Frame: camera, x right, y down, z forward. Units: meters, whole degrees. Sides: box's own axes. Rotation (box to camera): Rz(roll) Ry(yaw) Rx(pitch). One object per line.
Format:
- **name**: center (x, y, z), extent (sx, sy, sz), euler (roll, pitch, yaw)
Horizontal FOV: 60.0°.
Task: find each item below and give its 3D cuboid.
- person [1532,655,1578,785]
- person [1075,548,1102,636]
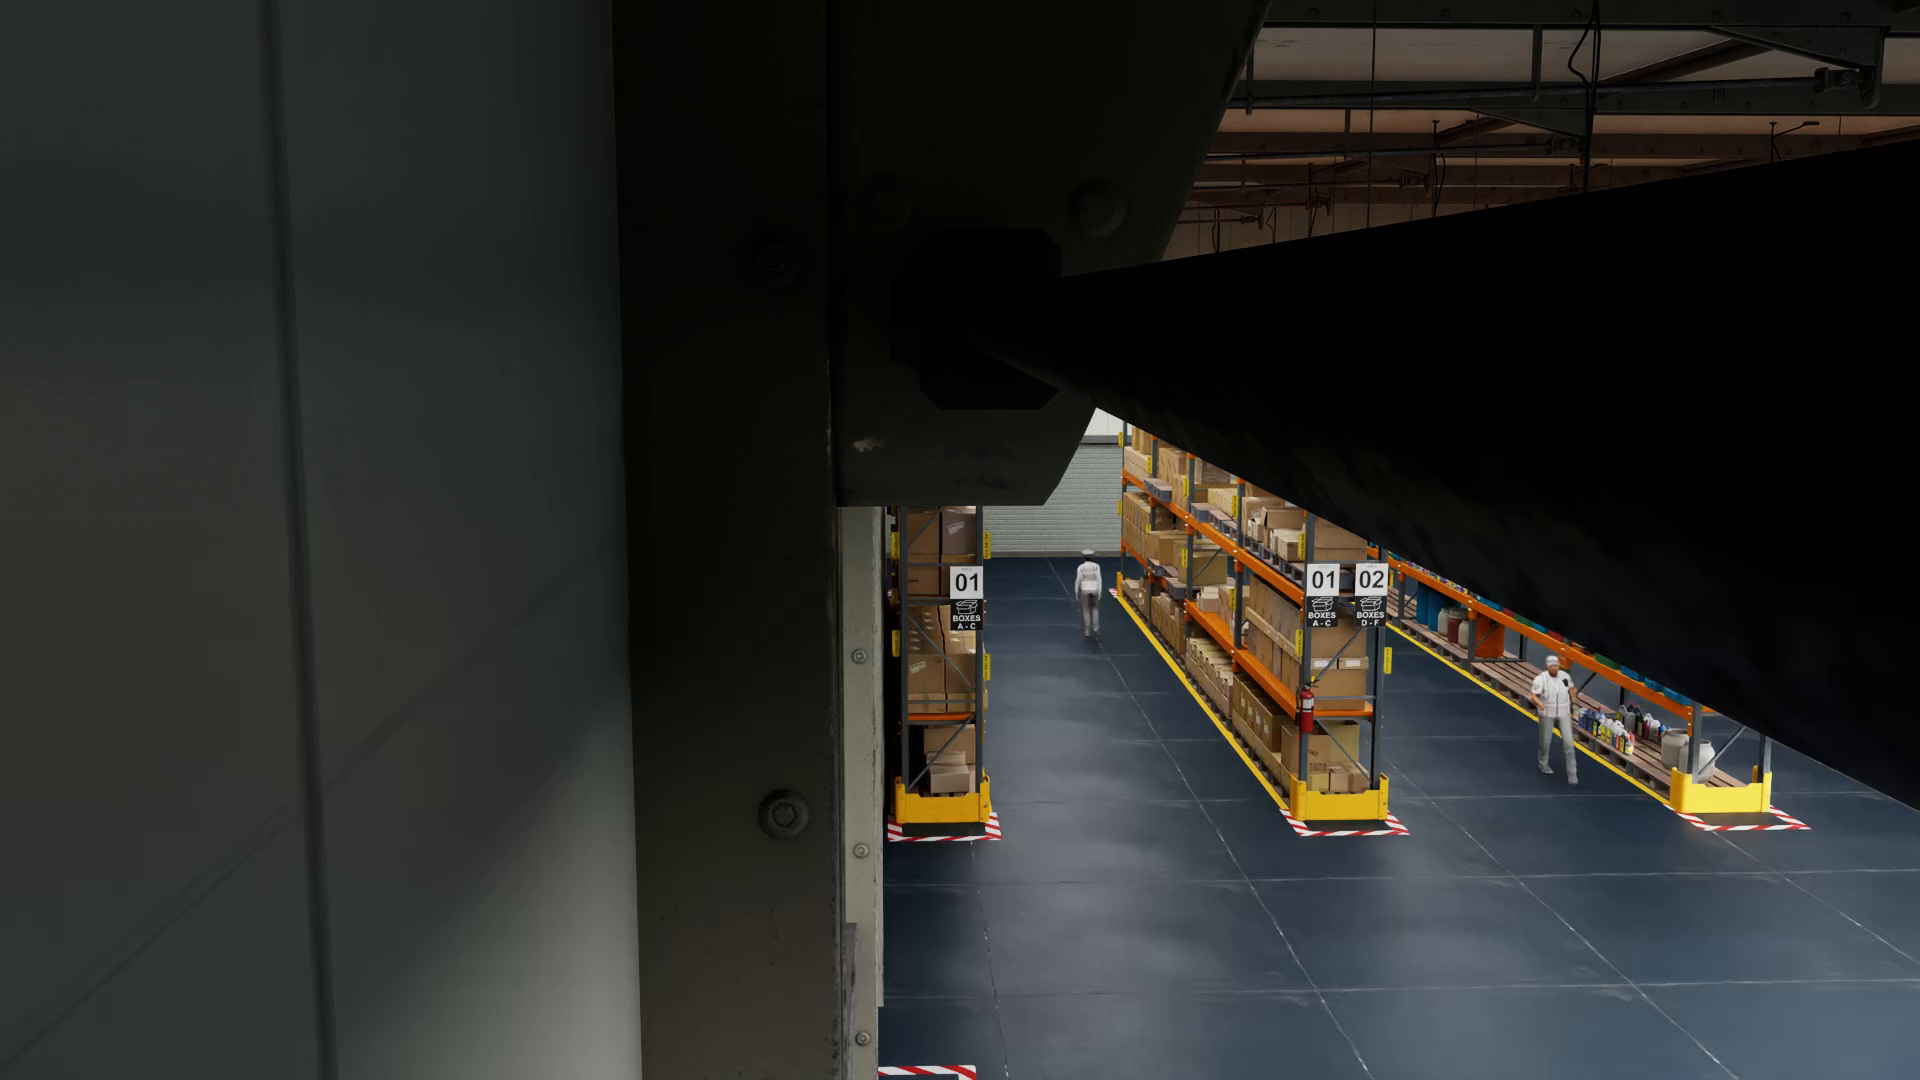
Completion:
- **person**: center (7.986, 2.388, 22.338), extent (0.611, 1.694, 0.797), euler (1, 8, 10)
- **person**: center (2.460, 1.022, 31.967), extent (0.512, 1.724, 0.356), euler (-1, 8, -9)
